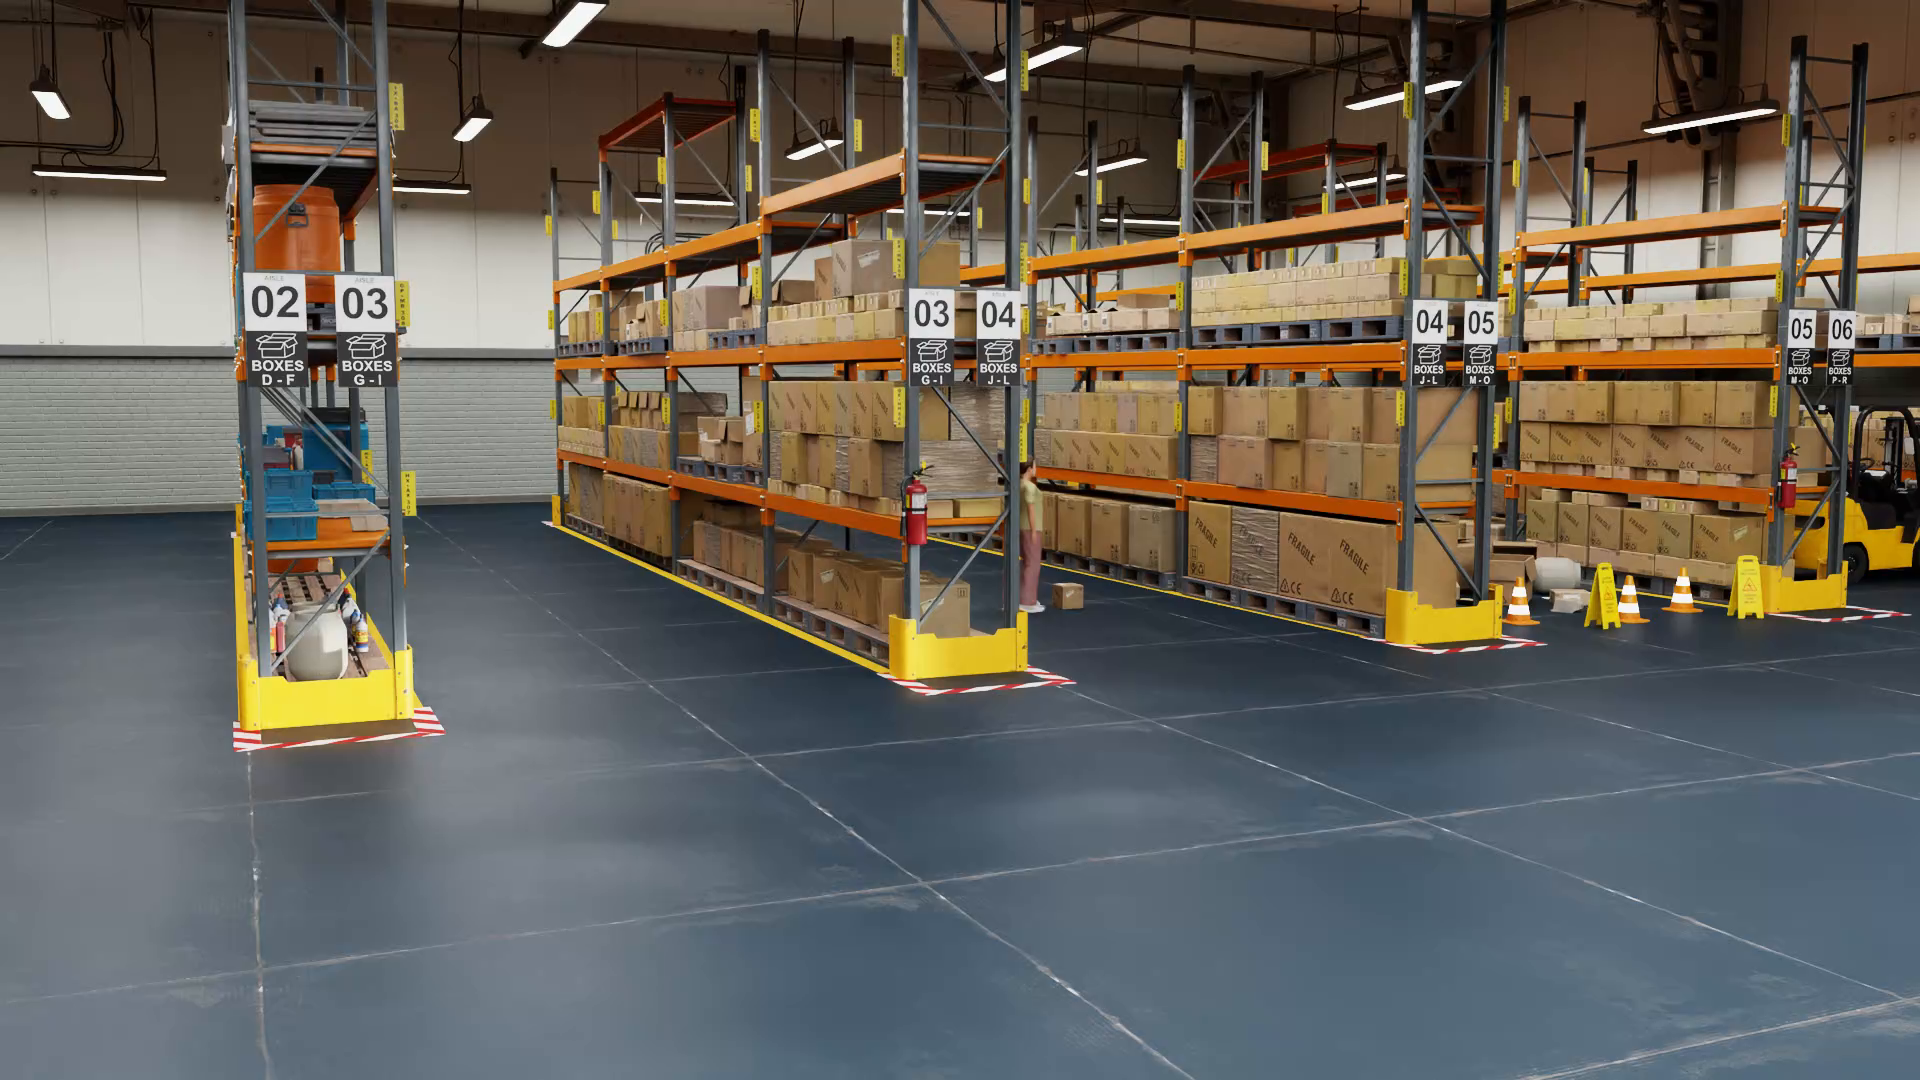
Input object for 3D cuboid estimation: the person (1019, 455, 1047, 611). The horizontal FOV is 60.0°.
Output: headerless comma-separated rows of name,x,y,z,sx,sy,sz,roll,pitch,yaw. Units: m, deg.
person,0.717,-0.079,17.842,0.364,1.675,0.444,-2,6,-23
